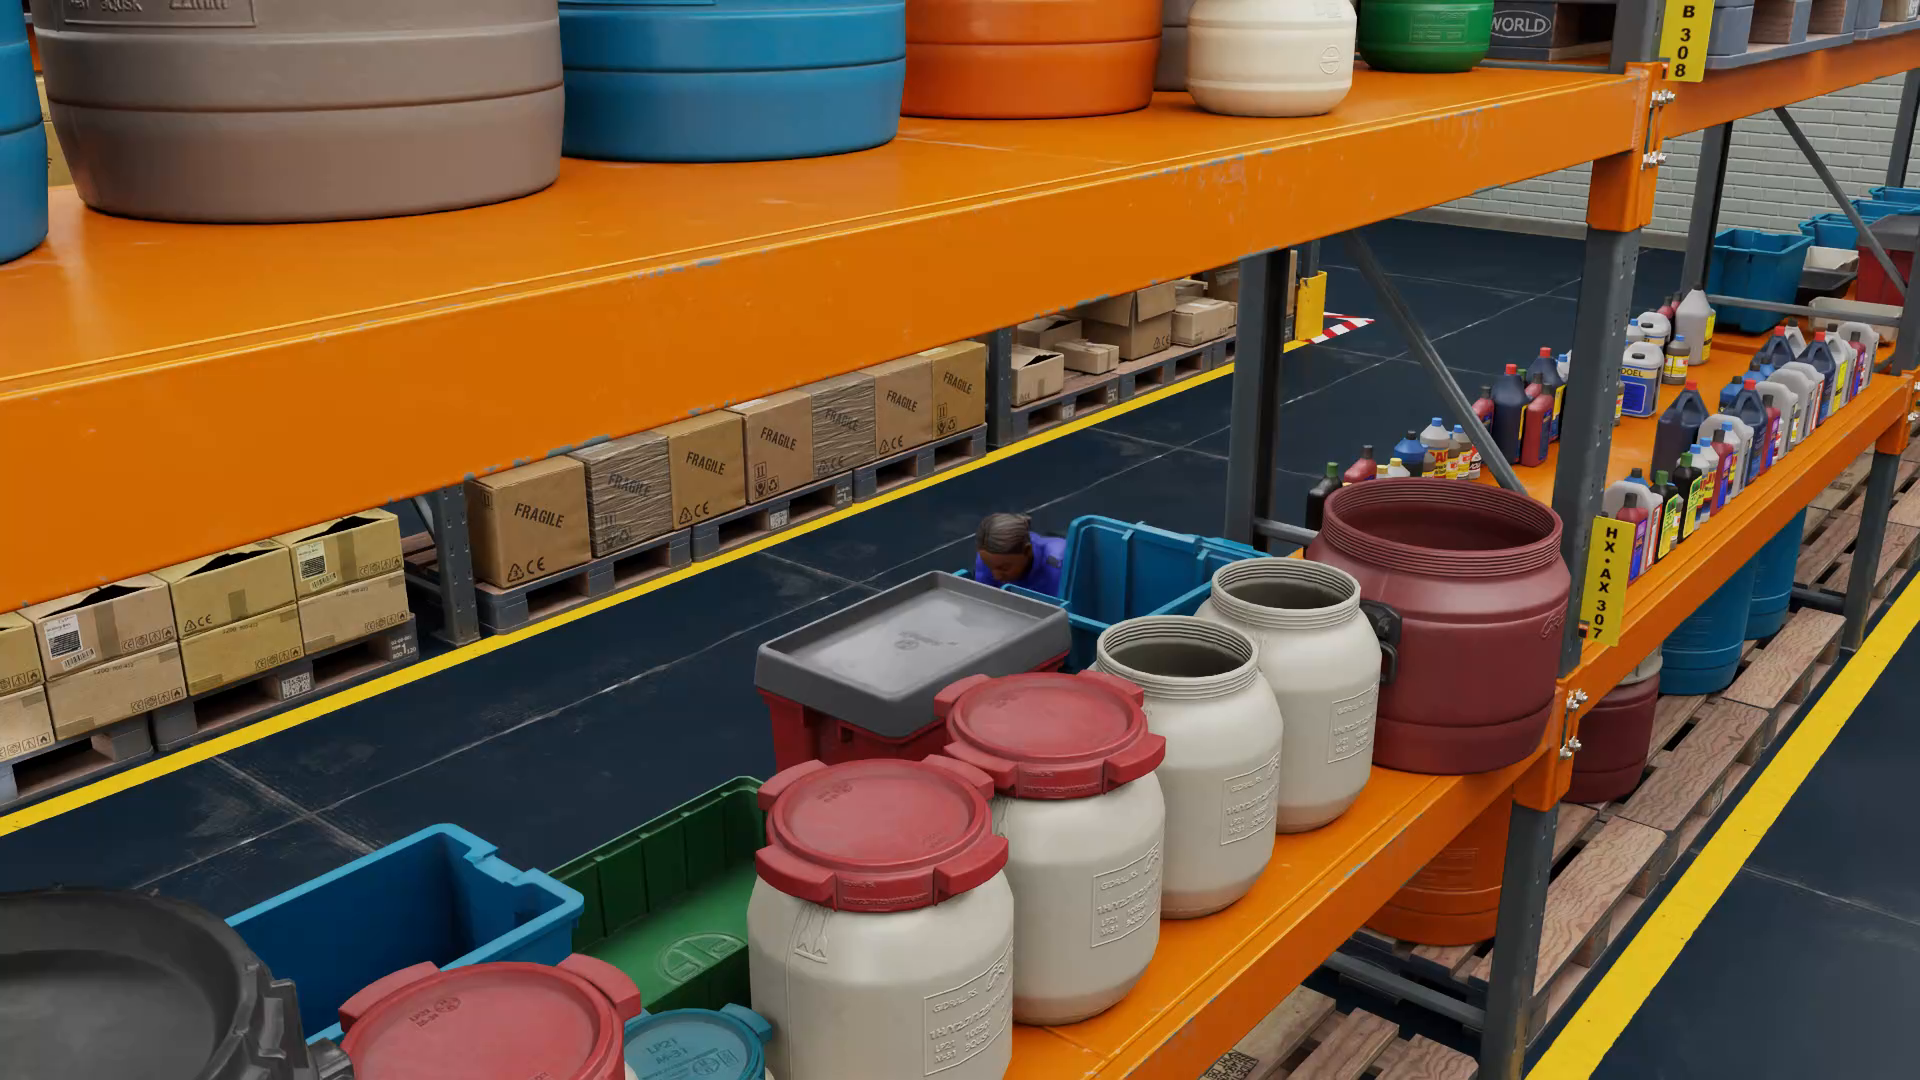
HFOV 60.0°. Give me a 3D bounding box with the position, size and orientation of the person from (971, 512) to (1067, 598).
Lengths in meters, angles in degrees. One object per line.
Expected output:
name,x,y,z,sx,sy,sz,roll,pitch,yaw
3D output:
person,0.290,0.446,5.940,0.499,1.277,0.682,16,26,37
